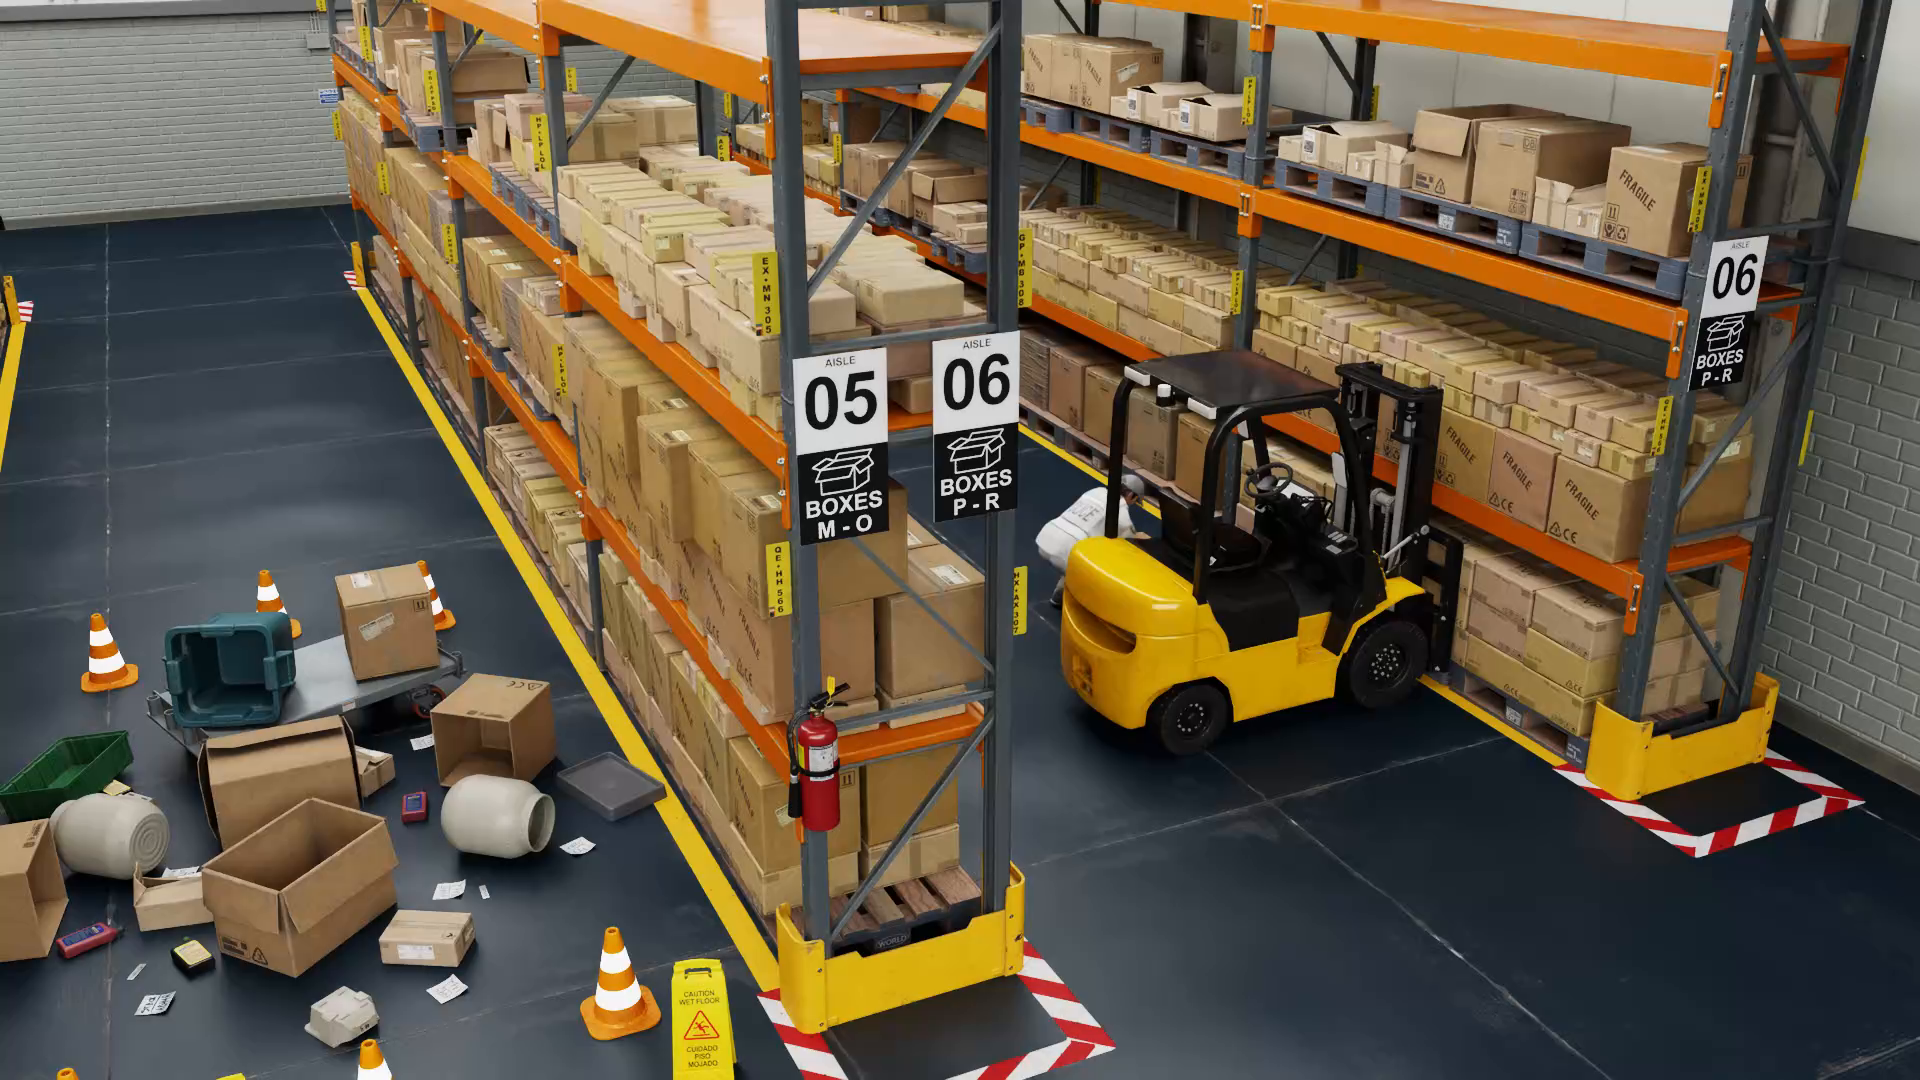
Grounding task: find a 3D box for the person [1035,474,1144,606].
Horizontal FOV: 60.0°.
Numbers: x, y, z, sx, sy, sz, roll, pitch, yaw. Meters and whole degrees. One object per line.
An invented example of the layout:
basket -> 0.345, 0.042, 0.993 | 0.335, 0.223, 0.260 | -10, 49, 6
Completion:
person -> 0.963, 0.044, 11.848 | 0.873, 0.951, 0.508 | -11, 25, -25
